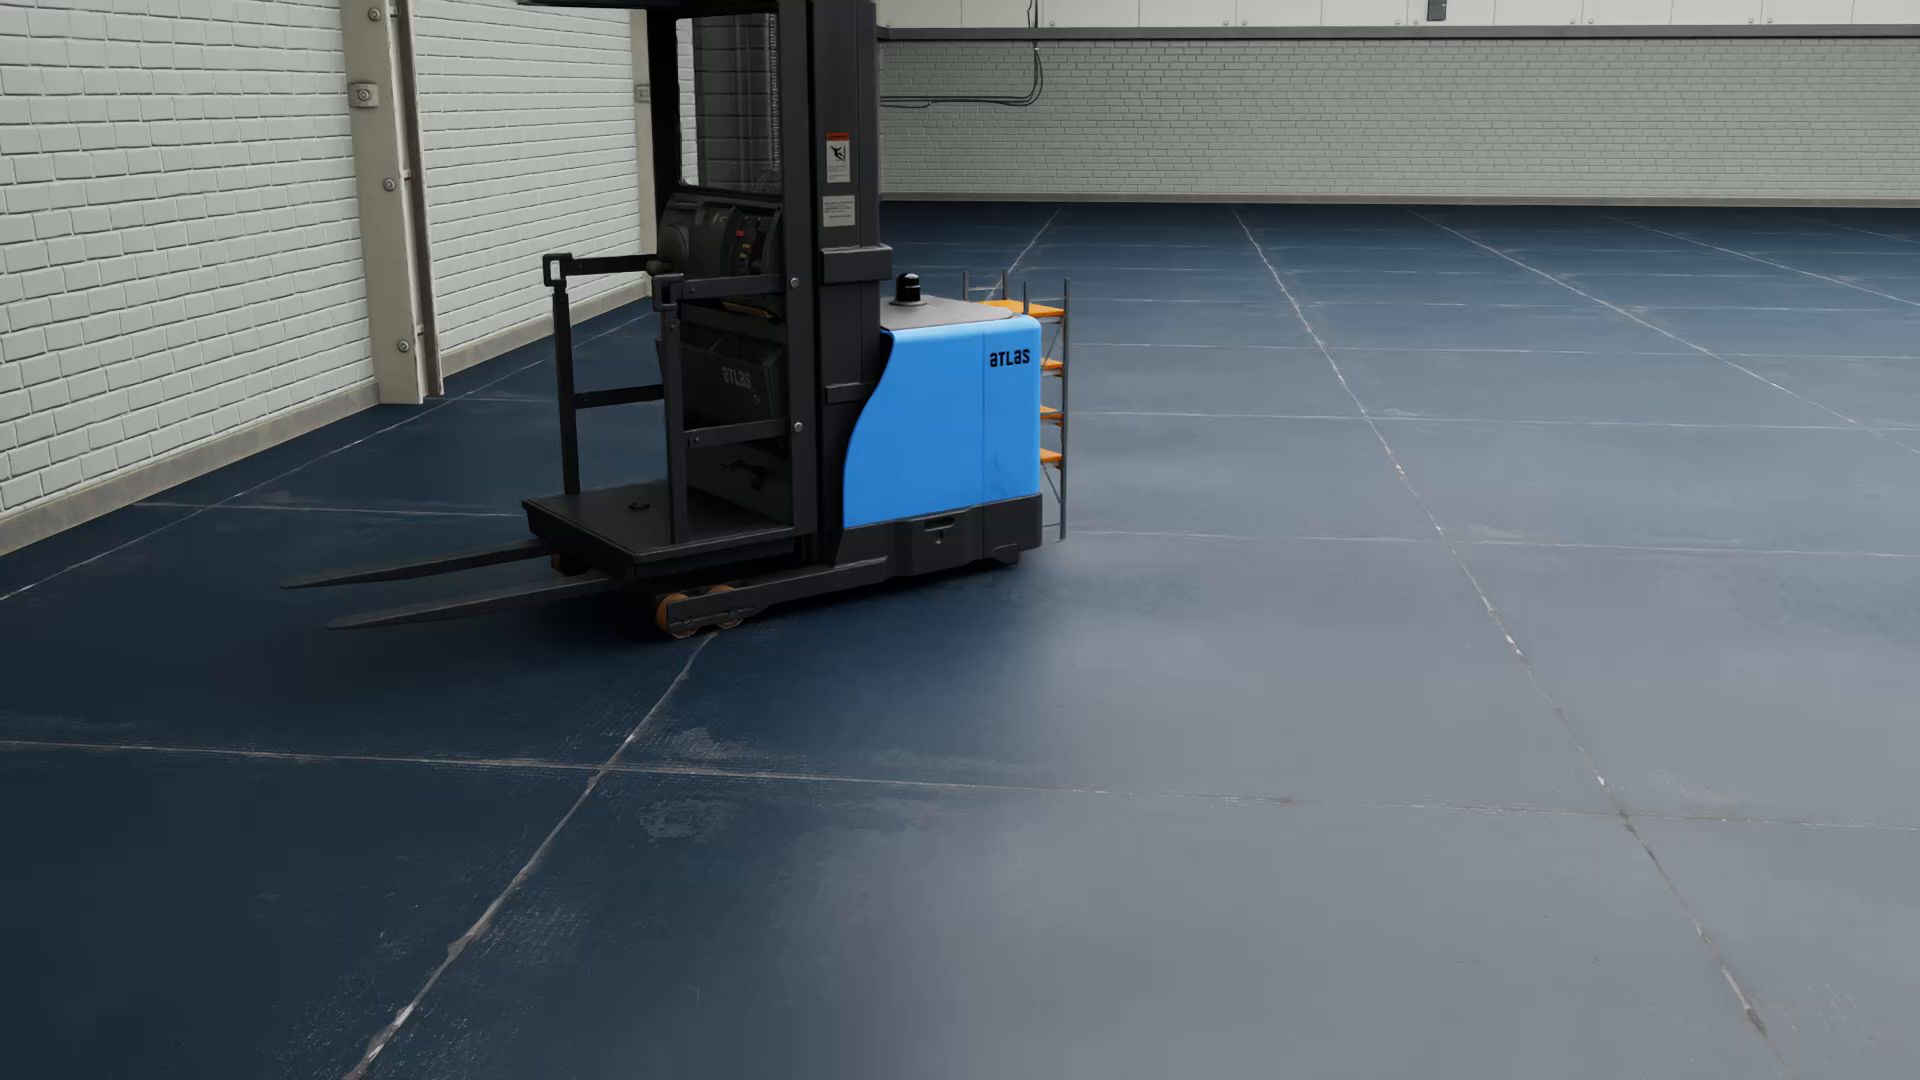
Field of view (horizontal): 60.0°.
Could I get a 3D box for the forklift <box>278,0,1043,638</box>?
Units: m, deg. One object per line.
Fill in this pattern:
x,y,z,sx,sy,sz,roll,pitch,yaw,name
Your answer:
-1.128,-1.200,6.484,3.031,2.935,1.130,-11,19,-35,forklift

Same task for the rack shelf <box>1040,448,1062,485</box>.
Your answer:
0.250,-0.358,7.704,0.258,0.148,0.480,-9,18,-31,rack shelf

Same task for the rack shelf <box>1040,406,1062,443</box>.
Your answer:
0.250,-0.549,7.652,0.258,0.148,0.480,-9,18,-31,rack shelf

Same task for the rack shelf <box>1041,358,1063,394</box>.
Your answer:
0.250,-0.765,7.594,0.258,0.148,0.480,-9,18,-31,rack shelf

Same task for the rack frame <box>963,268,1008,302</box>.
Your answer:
0.118,-0.668,7.833,0.240,1.200,0.015,-9,18,-31,rack frame

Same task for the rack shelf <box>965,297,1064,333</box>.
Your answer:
0.250,-0.993,7.532,0.258,0.148,0.480,-9,18,-31,rack shelf

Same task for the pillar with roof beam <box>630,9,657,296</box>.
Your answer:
1.255,-6.728,15.304,9.100,9.000,0.400,2,15,6,pillar with roof beam

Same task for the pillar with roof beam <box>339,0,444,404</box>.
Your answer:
0.578,-5.172,9.549,9.100,9.000,0.400,2,15,6,pillar with roof beam

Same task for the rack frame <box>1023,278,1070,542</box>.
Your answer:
0.381,-0.560,7.436,0.240,1.200,0.015,-9,18,-31,rack frame

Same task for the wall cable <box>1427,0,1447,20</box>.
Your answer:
9.408,-12.050,28.471,2.305,6.003,0.169,2,15,6,wall cable

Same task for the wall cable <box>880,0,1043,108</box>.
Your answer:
-0.023,-9.193,30.370,3.097,2.526,0.112,2,15,6,wall cable

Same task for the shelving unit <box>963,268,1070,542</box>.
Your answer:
0.250,-0.614,7.635,0.258,1.200,0.503,-9,18,-31,shelving unit
